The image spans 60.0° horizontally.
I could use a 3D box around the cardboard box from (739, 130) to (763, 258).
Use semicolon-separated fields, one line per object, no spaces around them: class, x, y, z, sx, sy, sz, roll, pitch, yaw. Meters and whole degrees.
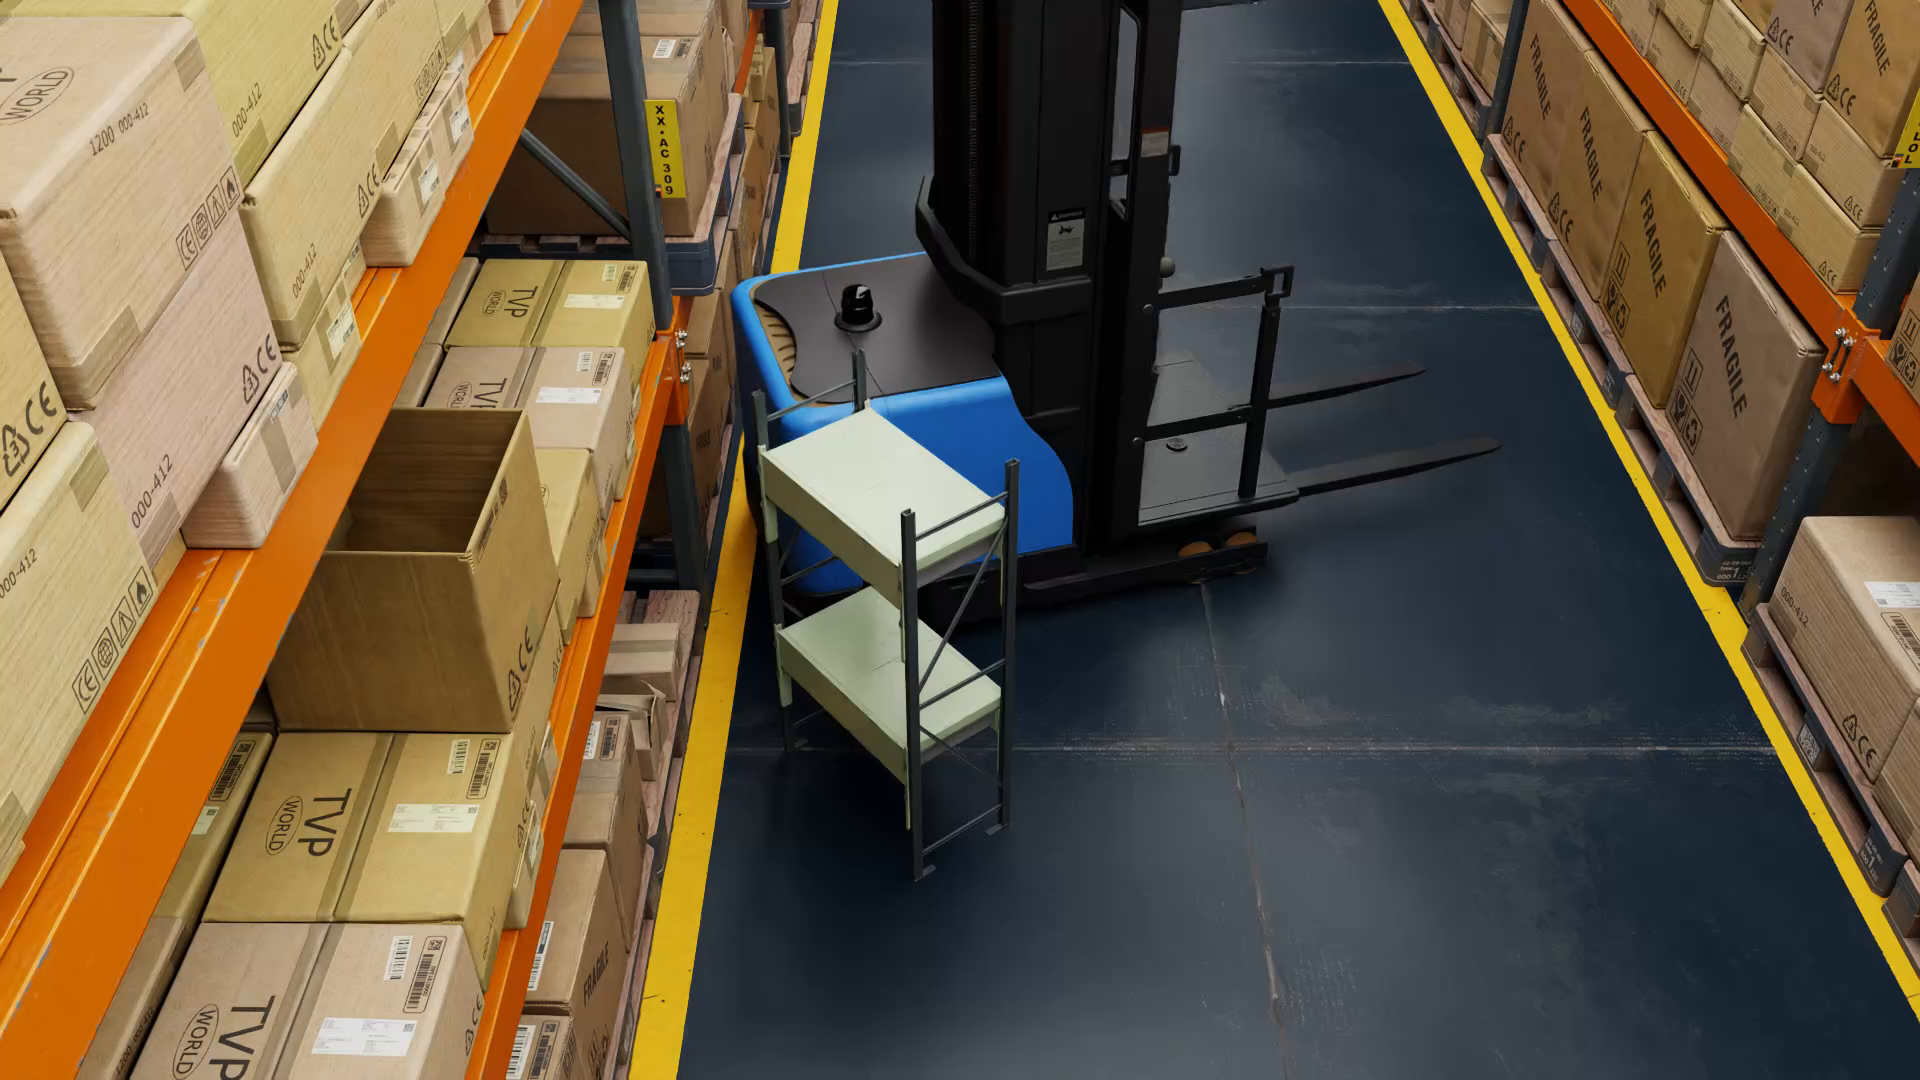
cardboard box;-1.258;-1.657;8.082;0.500;0.500;0.500;2;39;2

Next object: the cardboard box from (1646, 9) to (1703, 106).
cardboard box;3.263;-2.056;7.037;0.500;0.250;0.500;0;39;0

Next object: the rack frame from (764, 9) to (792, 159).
rack frame;-1.466;-3.373;8.560;1.000;3.000;0.127;0;39;0

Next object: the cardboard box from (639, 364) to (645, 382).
cardboard box;-1.209;-0.574;5.269;0.380;0.149;0.250;0;39;1

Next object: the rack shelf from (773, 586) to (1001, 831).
rack shelf;-0.225;0.514;5.430;0.431;0.370;0.720;-27;46;-29

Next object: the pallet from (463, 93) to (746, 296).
pallet;-1.354;-1.296;6.123;1.003;0.211;1.213;0;39;0

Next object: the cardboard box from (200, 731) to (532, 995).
cardboard box;-1.193;0.656;3.415;0.500;0.250;0.500;-1;39;-1

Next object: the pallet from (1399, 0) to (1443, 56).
pallet;3.499;-3.540;10.999;1.003;0.211;1.213;0;39;0

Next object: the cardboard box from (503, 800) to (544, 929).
cardboard box;-1.135;0.717;3.658;0.380;0.149;0.250;-1;39;-1

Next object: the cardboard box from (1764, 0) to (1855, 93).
cardboard box;3.242;-1.909;5.854;0.500;0.500;0.500;1;39;1

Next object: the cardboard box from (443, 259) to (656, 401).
cardboard box;-1.217;-0.611;4.996;0.500;0.250;0.500;1;39;1

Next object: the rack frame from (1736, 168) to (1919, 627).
rack frame;3.502;-0.877;5.446;1.000;3.000;0.127;0;39;0

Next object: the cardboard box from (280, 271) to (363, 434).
cardboard box;-1.140;-0.286;2.511;0.380;0.149;0.250;0;39;0

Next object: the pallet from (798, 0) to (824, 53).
pallet;-1.427;-3.561;11.024;1.003;0.211;1.213;0;39;0

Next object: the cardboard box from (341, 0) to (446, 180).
cardboard box;-1.218;-0.837;2.879;0.500;0.250;0.500;-1;39;-1

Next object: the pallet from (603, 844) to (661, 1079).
pallet;-1.458;1.411;4.821;1.003;0.211;1.213;0;39;0

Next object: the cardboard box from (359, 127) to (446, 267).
cardboard box;-1.130;-0.601;2.903;0.380;0.149;0.250;0;39;0

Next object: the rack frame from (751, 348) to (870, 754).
rack frame;-0.453;0.081;5.450;0.400;1.500;0.023;-27;46;-29

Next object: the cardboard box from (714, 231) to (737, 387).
cardboard box;-1.244;-1.008;7.272;0.500;0.500;0.500;-1;39;-1

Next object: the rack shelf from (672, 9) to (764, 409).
rack shelf;-1.464;-1.841;7.224;1.077;0.370;4.000;0;39;0

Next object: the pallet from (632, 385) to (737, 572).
pallet;-1.501;-0.292;6.946;1.003;0.211;1.213;0;39;0

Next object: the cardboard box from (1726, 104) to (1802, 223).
cardboard box;3.250;-1.418;6.240;0.500;0.250;0.500;-1;39;-1

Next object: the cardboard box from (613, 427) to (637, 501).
cardboard box;-1.162;-0.249;4.863;0.380;0.149;0.250;1;39;1

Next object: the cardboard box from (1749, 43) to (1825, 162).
cardboard box;3.250;-1.602;6.071;0.500;0.250;0.500;1;39;1

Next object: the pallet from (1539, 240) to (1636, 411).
pallet;3.421;-1.037;7.875;1.003;0.211;1.213;0;39;0

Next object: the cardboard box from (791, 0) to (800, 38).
cardboard box;-1.462;-3.409;10.168;0.875;0.625;0.625;1;39;1

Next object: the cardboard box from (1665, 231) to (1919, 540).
cardboard box;3.421;-0.600;6.463;0.875;0.875;0.875;1;39;1

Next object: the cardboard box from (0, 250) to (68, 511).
cardboard box;-1.207;-0.071;1.523;0.500;0.250;0.500;0;39;-1

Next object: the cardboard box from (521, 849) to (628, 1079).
cardboard box;-1.226;1.194;4.525;0.500;0.500;0.500;1;39;1

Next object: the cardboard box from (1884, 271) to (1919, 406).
cardboard box;3.241;-0.623;5.048;0.500;0.500;0.500;1;39;1

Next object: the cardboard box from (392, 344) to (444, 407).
cardboard box;-1.724;-0.306;4.615;0.500;0.250;0.500;0;39;0

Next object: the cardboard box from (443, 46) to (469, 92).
cardboard box;-1.204;-0.920;3.301;0.380;0.149;0.250;0;39;0

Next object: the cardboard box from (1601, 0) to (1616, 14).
cardboard box;3.264;-2.693;7.832;0.500;0.250;0.500;-1;39;-1

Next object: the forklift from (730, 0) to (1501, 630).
forklift;0.699;-1.276;5.999;3.031;2.935;1.130;-11;40;-13

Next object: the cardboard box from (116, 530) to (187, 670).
cardboard box;-1.235;0.034;2.112;0.380;0.149;0.250;0;39;0

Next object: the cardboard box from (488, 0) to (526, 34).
cardboard box;-1.181;-1.245;3.707;0.380;0.149;0.250;0;39;0

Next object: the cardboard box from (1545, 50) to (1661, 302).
cardboard box;3.412;-1.724;7.866;0.875;0.875;0.875;0;39;1

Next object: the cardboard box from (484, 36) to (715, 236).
cardboard box;-1.239;-1.377;5.654;0.700;0.500;0.500;1;39;1

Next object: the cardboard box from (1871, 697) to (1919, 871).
cardboard box;3.397;0.911;4.927;0.875;0.438;0.875;-1;39;-1

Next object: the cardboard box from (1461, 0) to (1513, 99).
cardboard box;3.507;-2.871;9.699;0.950;0.372;0.625;-2;39;-3

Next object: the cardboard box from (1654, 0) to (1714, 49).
cardboard box;3.226;-2.246;6.874;0.500;0.250;0.500;1;39;1

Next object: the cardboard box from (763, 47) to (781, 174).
cardboard box;-1.251;-2.297;8.881;0.500;0.500;0.500;1;39;1

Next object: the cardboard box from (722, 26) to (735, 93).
cardboard box;-1.080;-1.852;6.434;0.396;0.266;0.258;2;39;2

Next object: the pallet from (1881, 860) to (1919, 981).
pallet;3.429;1.451;4.770;1.003;0.211;1.213;0;39;0

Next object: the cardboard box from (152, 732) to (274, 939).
cardboard box;-1.718;0.653;3.419;0.500;0.250;0.500;1;39;1

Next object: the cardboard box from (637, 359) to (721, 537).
cardboard box;-1.237;-0.363;6.467;0.500;0.500;0.500;2;39;2

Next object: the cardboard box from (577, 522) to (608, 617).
cardboard box;-1.161;0.075;4.459;0.380;0.149;0.250;-1;39;-1

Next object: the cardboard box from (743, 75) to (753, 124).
cardboard box;-1.225;-2.170;8.204;0.380;0.149;0.250;-1;39;-2

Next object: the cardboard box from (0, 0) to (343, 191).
cardboard box;-1.203;-0.703;2.312;0.500;0.250;0.500;-1;39;-1

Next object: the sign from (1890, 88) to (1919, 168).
sign;2.959;-1.292;5.101;0.100;0.325;0.005;0;39;0

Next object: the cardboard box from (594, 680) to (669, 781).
cardboard box;-1.167;0.603;5.449;0.396;0.266;0.258;1;39;2

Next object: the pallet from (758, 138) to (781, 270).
pallet;-1.503;-1.818;8.850;1.003;0.211;1.213;0;39;0

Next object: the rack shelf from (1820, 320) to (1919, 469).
rack shelf;3.504;0.654;4.110;1.077;0.370;4.000;0;39;0

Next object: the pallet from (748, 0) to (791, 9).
pallet;-1.395;-2.874;8.091;1.213;0.211;1.003;0;39;0

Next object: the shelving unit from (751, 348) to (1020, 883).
shelving unit;-0.225;0.260;5.226;0.431;1.500;0.755;-27;46;-29

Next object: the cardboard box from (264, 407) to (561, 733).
cardboard box;-1.190;0.058;3.562;0.500;0.500;0.500;1;39;1

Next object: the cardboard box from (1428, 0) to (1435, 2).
cardboard box;3.502;-3.806;10.866;0.950;0.372;0.625;1;39;1

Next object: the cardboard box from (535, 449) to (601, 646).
cardboard box;-1.215;0.014;4.215;0.500;0.250;0.500;0;39;0

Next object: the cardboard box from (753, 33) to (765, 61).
cardboard box;-1.213;-2.506;8.623;0.380;0.149;0.250;-2;39;-2

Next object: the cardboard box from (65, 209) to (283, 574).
cardboard box;-1.206;-0.194;2.076;0.500;0.250;0.500;1;39;1
